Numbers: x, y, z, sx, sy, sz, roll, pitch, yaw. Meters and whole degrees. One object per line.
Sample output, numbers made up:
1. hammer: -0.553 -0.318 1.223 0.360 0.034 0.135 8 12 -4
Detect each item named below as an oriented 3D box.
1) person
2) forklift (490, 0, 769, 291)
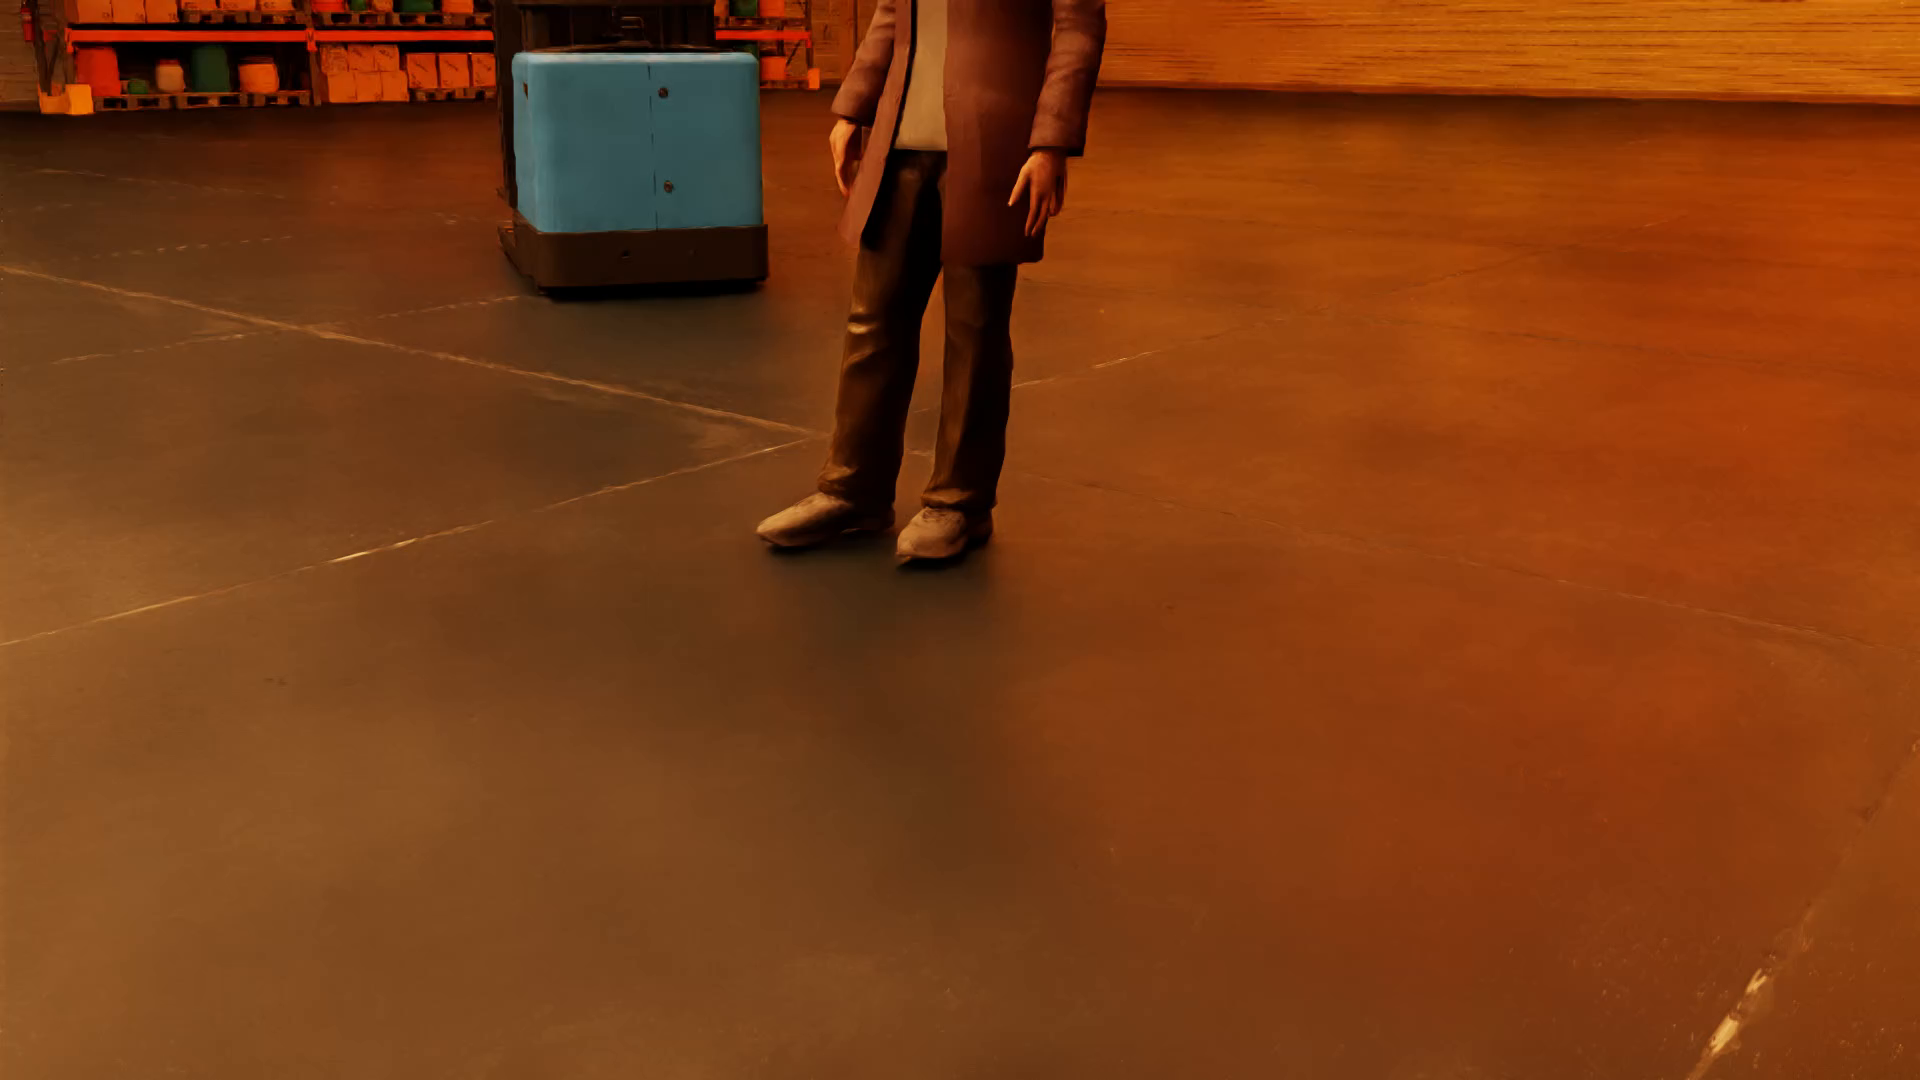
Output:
1. person: -0.062 -0.837 3.617 0.694 1.776 0.580 13 21 37
2. forklift: -1.862 -2.915 8.497 1.130 2.935 3.031 -6 18 -19
